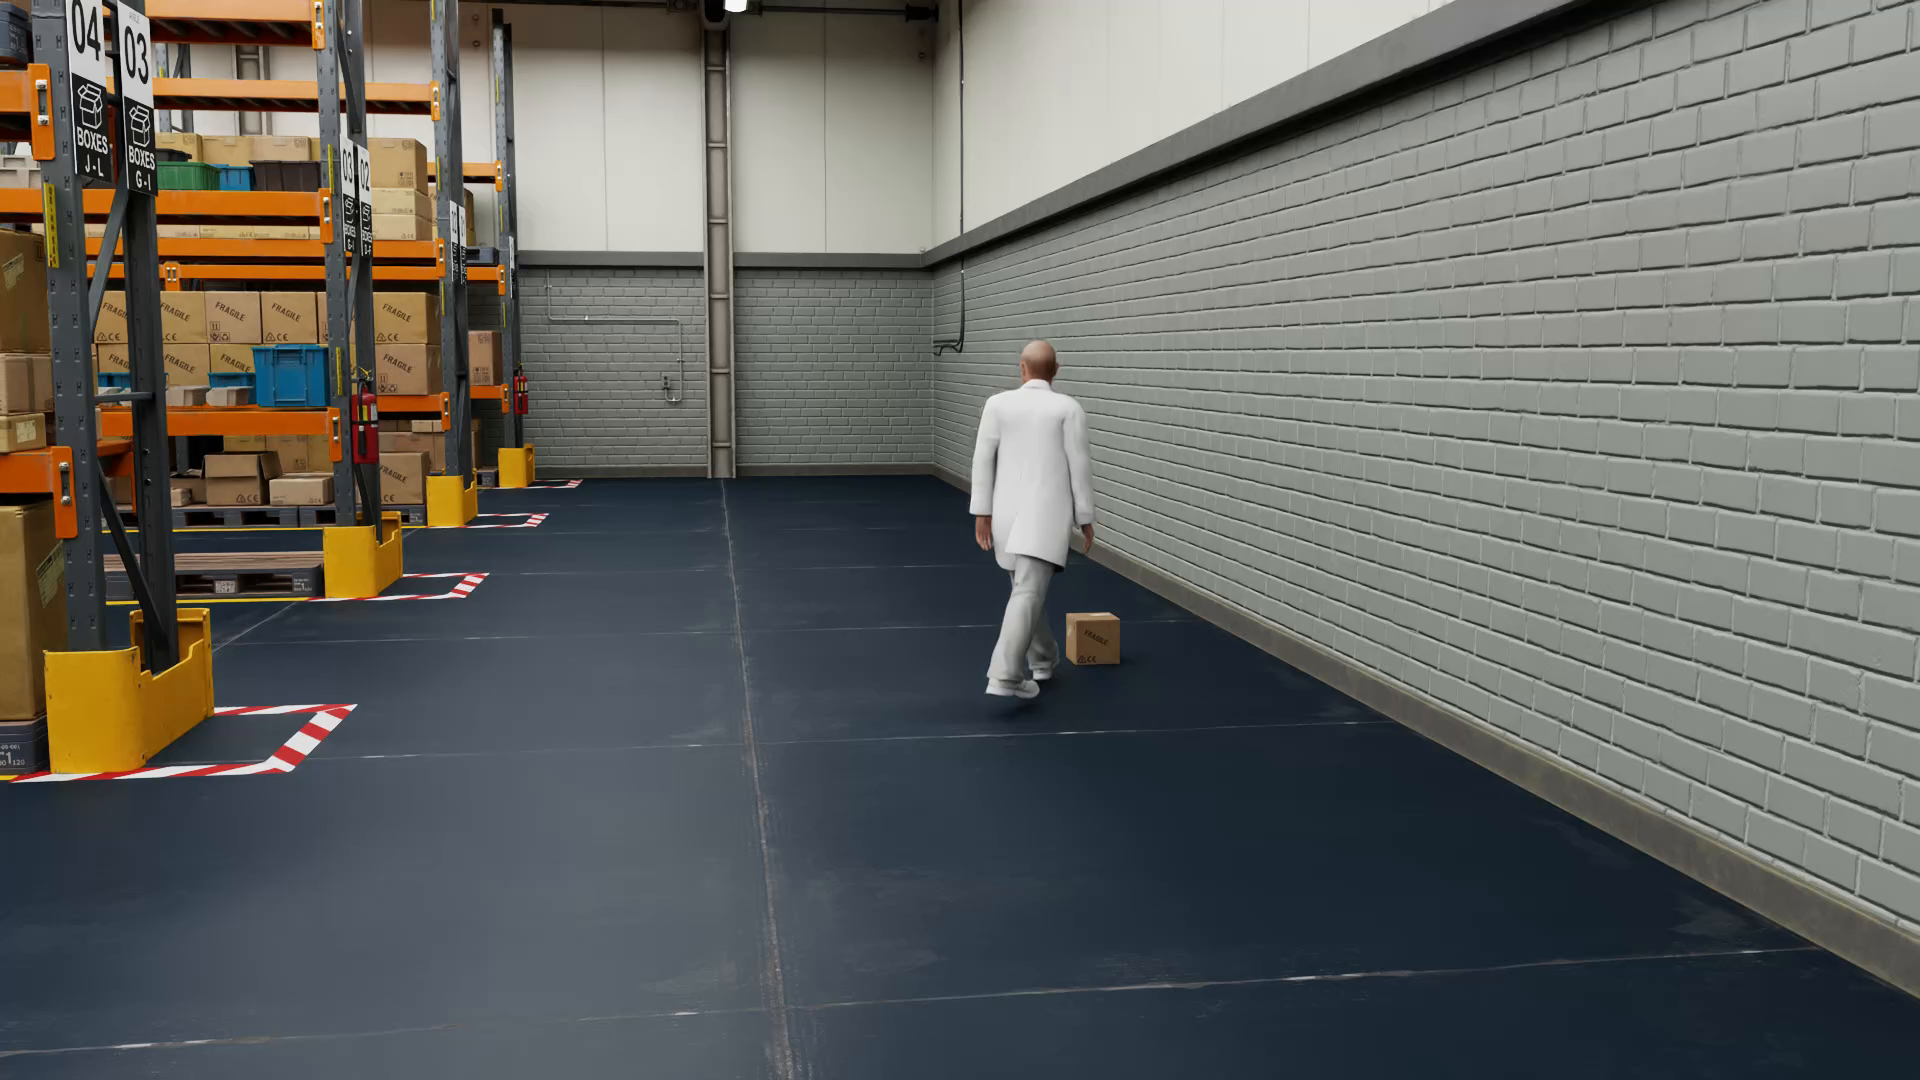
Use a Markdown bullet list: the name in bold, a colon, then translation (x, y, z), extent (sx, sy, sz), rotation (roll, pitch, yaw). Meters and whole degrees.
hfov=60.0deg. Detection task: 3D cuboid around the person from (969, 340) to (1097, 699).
- **person**: translation (0.373, -0.017, 8.245), extent (0.597, 1.527, 1.068), rotation (4, 7, 30)
